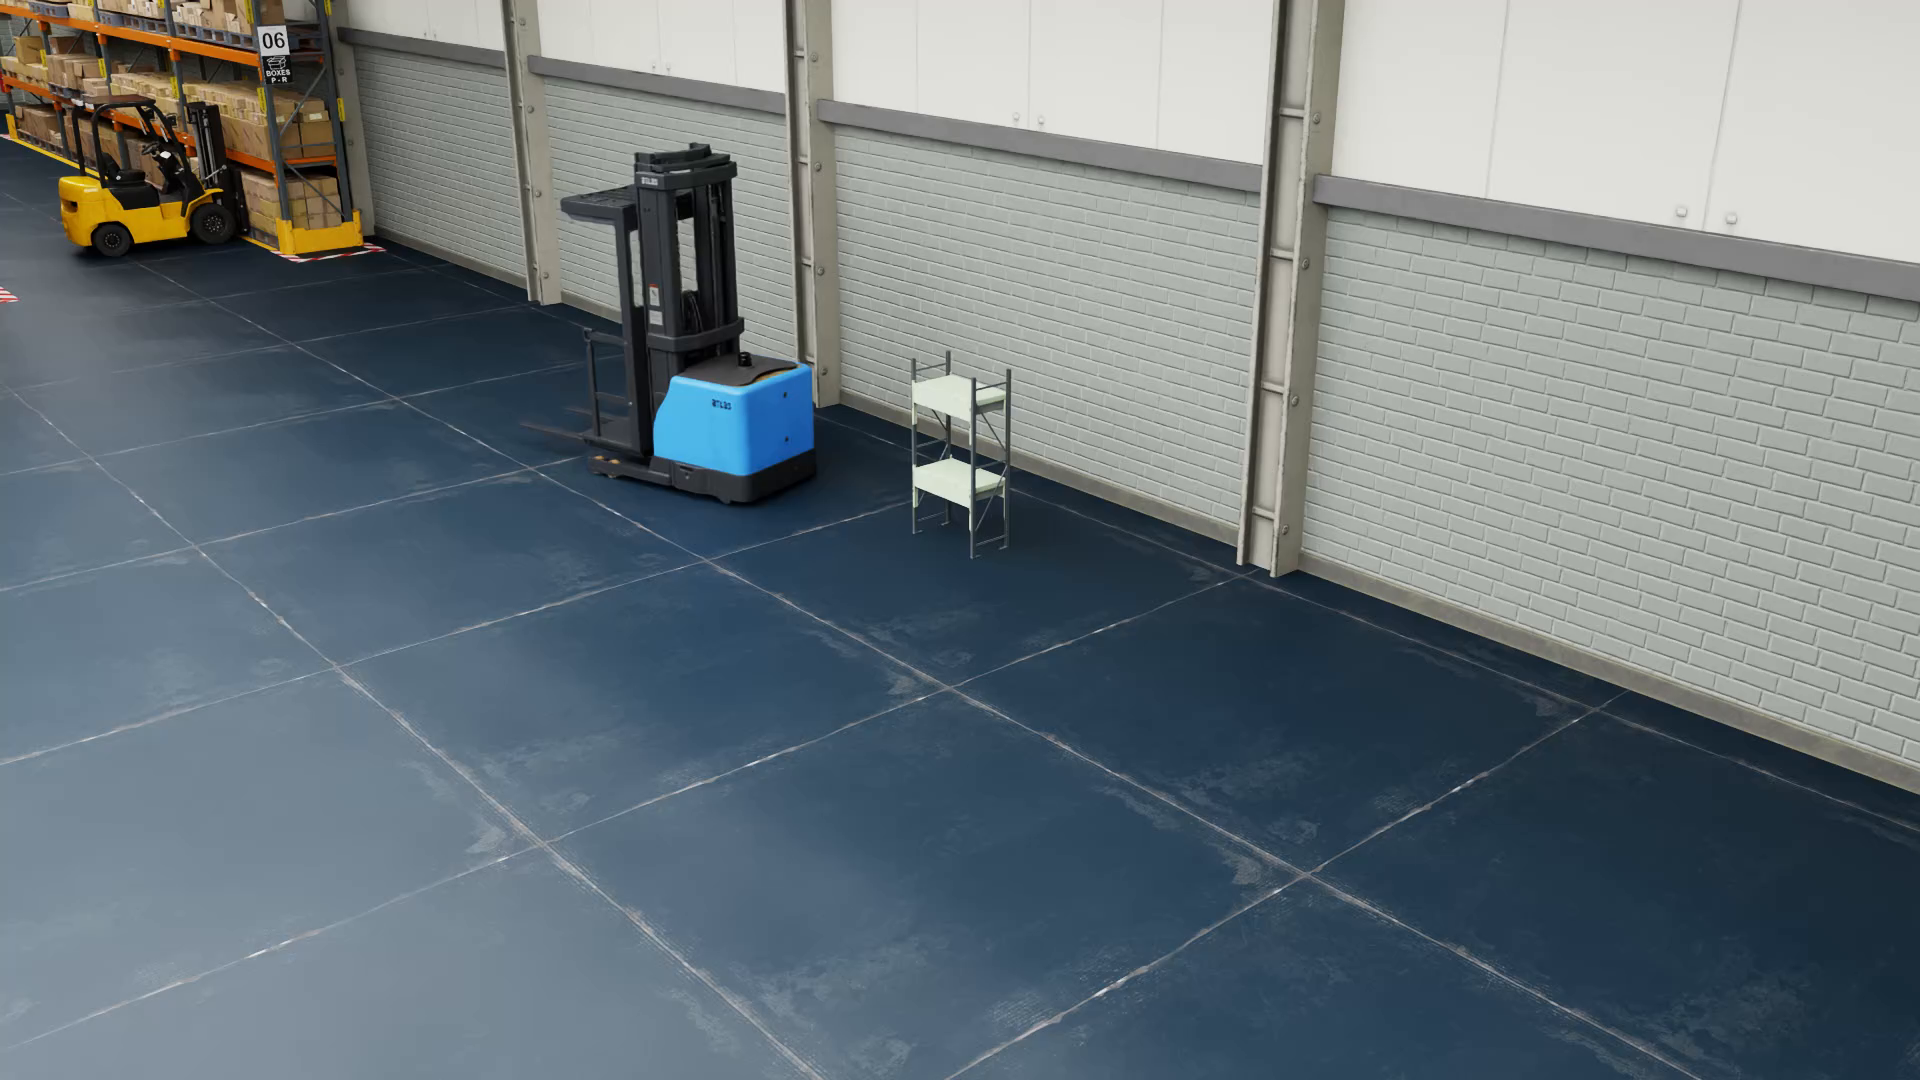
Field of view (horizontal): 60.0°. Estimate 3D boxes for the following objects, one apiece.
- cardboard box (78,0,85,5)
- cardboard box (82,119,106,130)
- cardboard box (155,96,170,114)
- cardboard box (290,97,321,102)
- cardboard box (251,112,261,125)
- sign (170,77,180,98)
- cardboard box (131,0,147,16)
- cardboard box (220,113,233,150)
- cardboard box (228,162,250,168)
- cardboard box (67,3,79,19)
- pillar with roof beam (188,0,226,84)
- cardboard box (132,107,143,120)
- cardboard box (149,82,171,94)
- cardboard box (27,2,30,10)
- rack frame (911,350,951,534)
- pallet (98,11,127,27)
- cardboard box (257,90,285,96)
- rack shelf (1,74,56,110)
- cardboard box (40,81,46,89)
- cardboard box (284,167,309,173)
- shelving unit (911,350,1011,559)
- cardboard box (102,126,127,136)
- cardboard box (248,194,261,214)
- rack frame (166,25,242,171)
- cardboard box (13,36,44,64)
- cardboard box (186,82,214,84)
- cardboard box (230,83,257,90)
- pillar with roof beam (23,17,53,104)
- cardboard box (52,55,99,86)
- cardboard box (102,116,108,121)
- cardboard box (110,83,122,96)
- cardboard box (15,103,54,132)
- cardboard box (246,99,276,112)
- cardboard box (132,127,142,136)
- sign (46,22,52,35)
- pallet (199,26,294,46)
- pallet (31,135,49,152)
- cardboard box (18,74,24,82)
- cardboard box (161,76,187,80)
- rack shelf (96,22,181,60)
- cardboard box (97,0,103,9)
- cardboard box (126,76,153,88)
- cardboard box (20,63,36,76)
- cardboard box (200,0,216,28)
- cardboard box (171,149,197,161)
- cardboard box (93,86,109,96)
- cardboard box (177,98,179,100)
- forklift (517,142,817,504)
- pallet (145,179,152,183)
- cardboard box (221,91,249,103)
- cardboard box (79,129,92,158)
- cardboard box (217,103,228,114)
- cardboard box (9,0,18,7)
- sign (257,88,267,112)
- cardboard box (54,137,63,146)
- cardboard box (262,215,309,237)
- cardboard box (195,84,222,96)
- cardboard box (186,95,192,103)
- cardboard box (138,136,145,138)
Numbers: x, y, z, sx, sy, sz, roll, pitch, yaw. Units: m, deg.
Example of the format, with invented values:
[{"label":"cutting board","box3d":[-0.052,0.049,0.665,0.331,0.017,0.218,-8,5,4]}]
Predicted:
[{"label":"cardboard box","box3d":[-15.673,-9.736,30.001,0.380,0.149,0.250,-17,27,-37]},{"label":"cardboard box","box3d":[-16.596,-7.969,31.906,0.380,0.149,0.250,-18,27,-38]},{"label":"cardboard box","box3d":[-13.002,-7.243,27.609,0.500,0.250,0.500,-18,28,-39]},{"label":"cardboard box","box3d":[-9.719,-6.478,24.703,0.380,0.149,0.250,-16,27,-36]},{"label":"cardboard box","box3d":[-10.163,-6.201,24.402,0.380,0.149,0.250,-17,27,-37]},{"label":"sign","box3d":[-12.551,-7.235,26.590,0.100,0.325,0.005,-17,27,-37]},{"label":"cardboard box","box3d":[-13.304,-8.816,27.402,0.500,0.311,0.500,-19,28,-39]},{"label":"cardboard box","box3d":[-11.058,-6.303,25.552,0.500,0.500,0.500,-17,27,-37]},{"label":"cardboard box","box3d":[-11.408,-5.759,26.123,0.500,0.250,0.500,-16,27,-36]},{"label":"cardboard box","box3d":[-15.932,-9.657,30.347,0.500,0.250,0.500,-17,27,-37]},{"label":"pillar with roof beam","box3d":[-16.485,-9.593,25.862,9.100,9.000,0.400,-17,27,-37]},{"label":"cardboard box","box3d":[-13.987,-7.438,28.794,0.500,0.250,0.500,-19,28,-39]},{"label":"cardboard box","box3d":[-13.394,-7.601,27.976,0.380,0.149,0.250,-17,27,-37]},{"label":"cardboard box","box3d":[-17.984,-10.452,32.514,0.380,0.149,0.250,-18,27,-38]},{"label":"rack frame","box3d":[-0.235,-0.798,13.690,0.400,1.500,0.023,-17,27,-37]},{"label":"pallet","box3d":[-14.246,-9.112,29.008,1.213,0.211,1.003,-16,26,-35]},{"label":"cardboard box","box3d":[-10.581,-6.824,25.586,0.380,0.149,0.250,-17,27,-37]},{"label":"rack shelf","box3d":[-18.674,-9.292,34.308,1.077,0.370,4.000,-17,27,-37]},{"label":"cardboard box","box3d":[-18.142,-9.119,33.223,0.380,0.149,0.250,-17,27,-36]},{"label":"cardboard box","box3d":[-10.353,-5.596,25.708,0.500,0.250,0.500,-18,27,-38]},{"label":"shelving unit","box3d":[0.004,-0.697,13.432,0.431,1.500,0.755,-17,27,-37]},{"label":"cardboard box","box3d":[-15.749,-7.615,31.000,0.380,0.149,0.250,-16,27,-36]},{"label":"cardboard box","box3d":[-10.409,-5.109,25.149,0.500,0.250,0.500,-18,28,-38]},{"label":"rack frame","box3d":[-12.146,-6.865,27.123,1.000,3.000,0.127,-17,27,-37]},{"label":"cardboard box","box3d":[-18.908,-9.994,33.883,0.500,0.500,0.500,-17,27,-36]},{"label":"cardboard box","box3d":[-12.837,-7.658,28.121,0.380,0.149,0.250,-17,27,-37]},{"label":"cardboard box","box3d":[-11.394,-7.186,26.510,0.380,0.149,0.250,-18,28,-38]},{"label":"pillar with roof beam","box3d":[-24.318,-12.908,34.327,9.100,9.000,0.400,-17,27,-37]},{"label":"cardboard box","box3d":[-16.884,-8.987,31.829,0.700,0.500,0.500,-17,27,-37]},{"label":"cardboard box","box3d":[-16.569,-8.239,32.594,0.380,0.149,0.250,-17,27,-37]},{"label":"cardboard box","box3d":[-14.672,-7.946,29.404,0.500,0.250,0.500,-17,27,-37]},{"label":"cardboard box","box3d":[-19.652,-9.022,35.478,0.797,0.503,0.637,-19,28,-39]},{"label":"cardboard box","box3d":[-10.304,-6.422,24.559,0.380,0.149,0.250,-17,27,-36]},{"label":"cardboard box","box3d":[-15.238,-7.651,31.094,0.380,0.149,0.250,-17,27,-37]},{"label":"sign","box3d":[-19.546,-10.993,35.642,0.100,0.325,0.005,-17,27,-37]},{"label":"pallet","box3d":[-10.778,-7.654,25.146,1.003,0.211,1.213,-17,27,-37]},{"label":"pallet","box3d":[-18.616,-8.303,34.621,1.003,0.211,1.213,-17,27,-37]},{"label":"cardboard box","box3d":[-19.169,-9.539,34.296,0.380,0.149,0.250,-18,28,-39]},{"label":"cardboard box","box3d":[-13.689,-8.003,29.003,0.380,0.149,0.250,-18,27,-38]},{"label":"rack shelf","box3d":[-13.452,-8.479,28.118,1.077,0.370,4.000,-17,27,-37]},{"label":"cardboard box","box3d":[-14.760,-9.331,28.915,0.380,0.166,0.250,-18,27,-38]},{"label":"cardboard box","box3d":[-14.230,-7.953,28.875,0.380,0.149,0.250,-17,27,-37]},{"label":"cardboard box","box3d":[-18.875,-9.644,34.018,0.500,0.250,0.500,-18,28,-39]},{"label":"cardboard box","box3d":[-10.954,-7.988,25.024,0.797,0.503,0.637,-16,27,-36]},{"label":"cardboard box","box3d":[-12.996,-6.312,28.393,0.875,0.625,0.625,-18,28,-38]},{"label":"cardboard box","box3d":[-15.477,-8.138,30.144,0.380,0.149,0.250,-17,27,-36]},{"label":"cardboard box","box3d":[-12.537,-7.255,27.093,0.380,0.149,0.250,-16,27,-36]},{"label":"forklift","box3d":[-2.808,-2.073,14.984,3.031,2.935,1.130,14,25,31]},{"label":"pallet","box3d":[-14.249,-6.435,29.849,1.003,0.211,1.213,-17,27,-37]},{"label":"cardboard box","box3d":[-11.086,-6.791,25.502,0.380,0.149,0.250,-17,27,-37]},{"label":"cardboard box","box3d":[-16.545,-7.636,31.943,0.500,0.500,0.500,-18,28,-39]},{"label":"cardboard box","box3d":[-11.143,-6.630,25.499,0.380,0.149,0.250,-18,28,-38]},{"label":"cardboard box","box3d":[-18.854,-10.802,33.407,0.380,0.149,0.250,-17,27,-36]},{"label":"sign","box3d":[-9.955,-6.283,23.727,0.100,0.325,0.005,-17,27,-37]},{"label":"cardboard box","box3d":[-17.954,-8.027,33.424,0.380,0.149,0.250,-18,28,-39]},{"label":"cardboard box","box3d":[-10.081,-4.729,24.866,0.500,0.250,0.500,-17,27,-37]},{"label":"cardboard box","box3d":[-11.910,-7.146,26.408,0.380,0.149,0.250,-17,27,-37]},{"label":"cardboard box","box3d":[-12.137,-7.062,26.602,0.380,0.149,0.250,-18,28,-38]},{"label":"cardboard box","box3d":[-15.125,-7.325,31.150,0.500,0.500,0.500,-17,27,-37]}]
